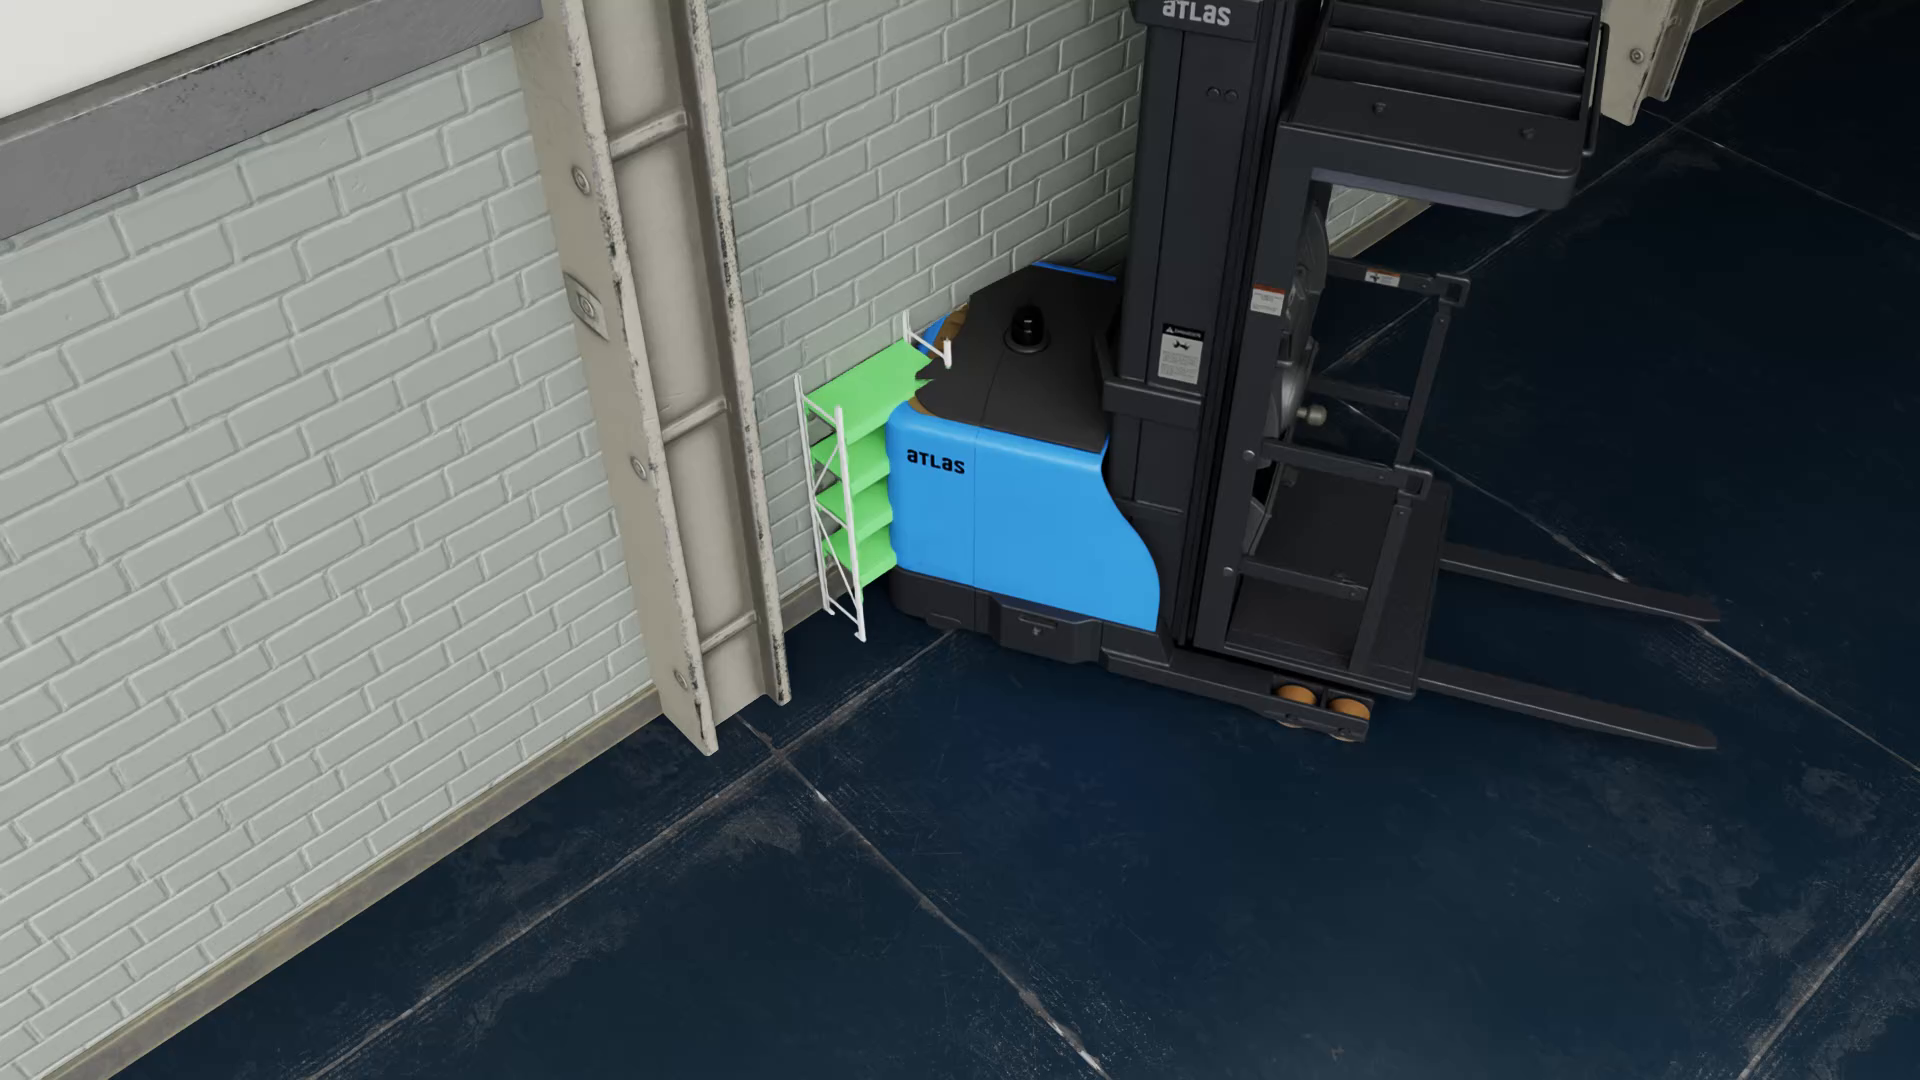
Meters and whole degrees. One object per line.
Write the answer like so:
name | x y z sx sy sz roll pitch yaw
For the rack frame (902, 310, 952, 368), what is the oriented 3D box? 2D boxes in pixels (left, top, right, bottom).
rack frame | -0.102 -0.332 6.223 0.015 1.200 0.240 -34 54 -27

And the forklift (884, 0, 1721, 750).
forklift | 1.297 -0.701 5.403 3.031 2.935 1.130 14 49 12

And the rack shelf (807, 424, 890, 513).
rack shelf | -0.287 -0.330 5.986 0.480 0.148 0.258 -34 54 -27

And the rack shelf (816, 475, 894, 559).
rack shelf | -0.280 -0.165 6.160 0.480 0.148 0.258 -34 54 -27

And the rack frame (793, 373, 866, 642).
rack frame | -0.462 -0.087 6.004 0.015 1.200 0.240 -34 54 -27

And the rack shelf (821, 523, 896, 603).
rack shelf | -0.274 0.000 6.334 0.480 0.148 0.258 -34 54 -27

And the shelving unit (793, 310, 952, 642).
shelving unit | -0.282 -0.209 6.114 0.503 1.200 0.258 -34 54 -27

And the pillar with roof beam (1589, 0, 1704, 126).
pillar with roof beam | 6.462 -3.072 3.462 0.400 9.000 9.100 -34 56 -27

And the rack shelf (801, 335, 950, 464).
rack shelf | -0.293 -0.496 5.812 0.480 0.148 0.258 -34 54 -27

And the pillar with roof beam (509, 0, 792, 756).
pillar with roof beam | 2.022 -0.106 0.725 0.400 9.000 9.100 -34 56 -27
